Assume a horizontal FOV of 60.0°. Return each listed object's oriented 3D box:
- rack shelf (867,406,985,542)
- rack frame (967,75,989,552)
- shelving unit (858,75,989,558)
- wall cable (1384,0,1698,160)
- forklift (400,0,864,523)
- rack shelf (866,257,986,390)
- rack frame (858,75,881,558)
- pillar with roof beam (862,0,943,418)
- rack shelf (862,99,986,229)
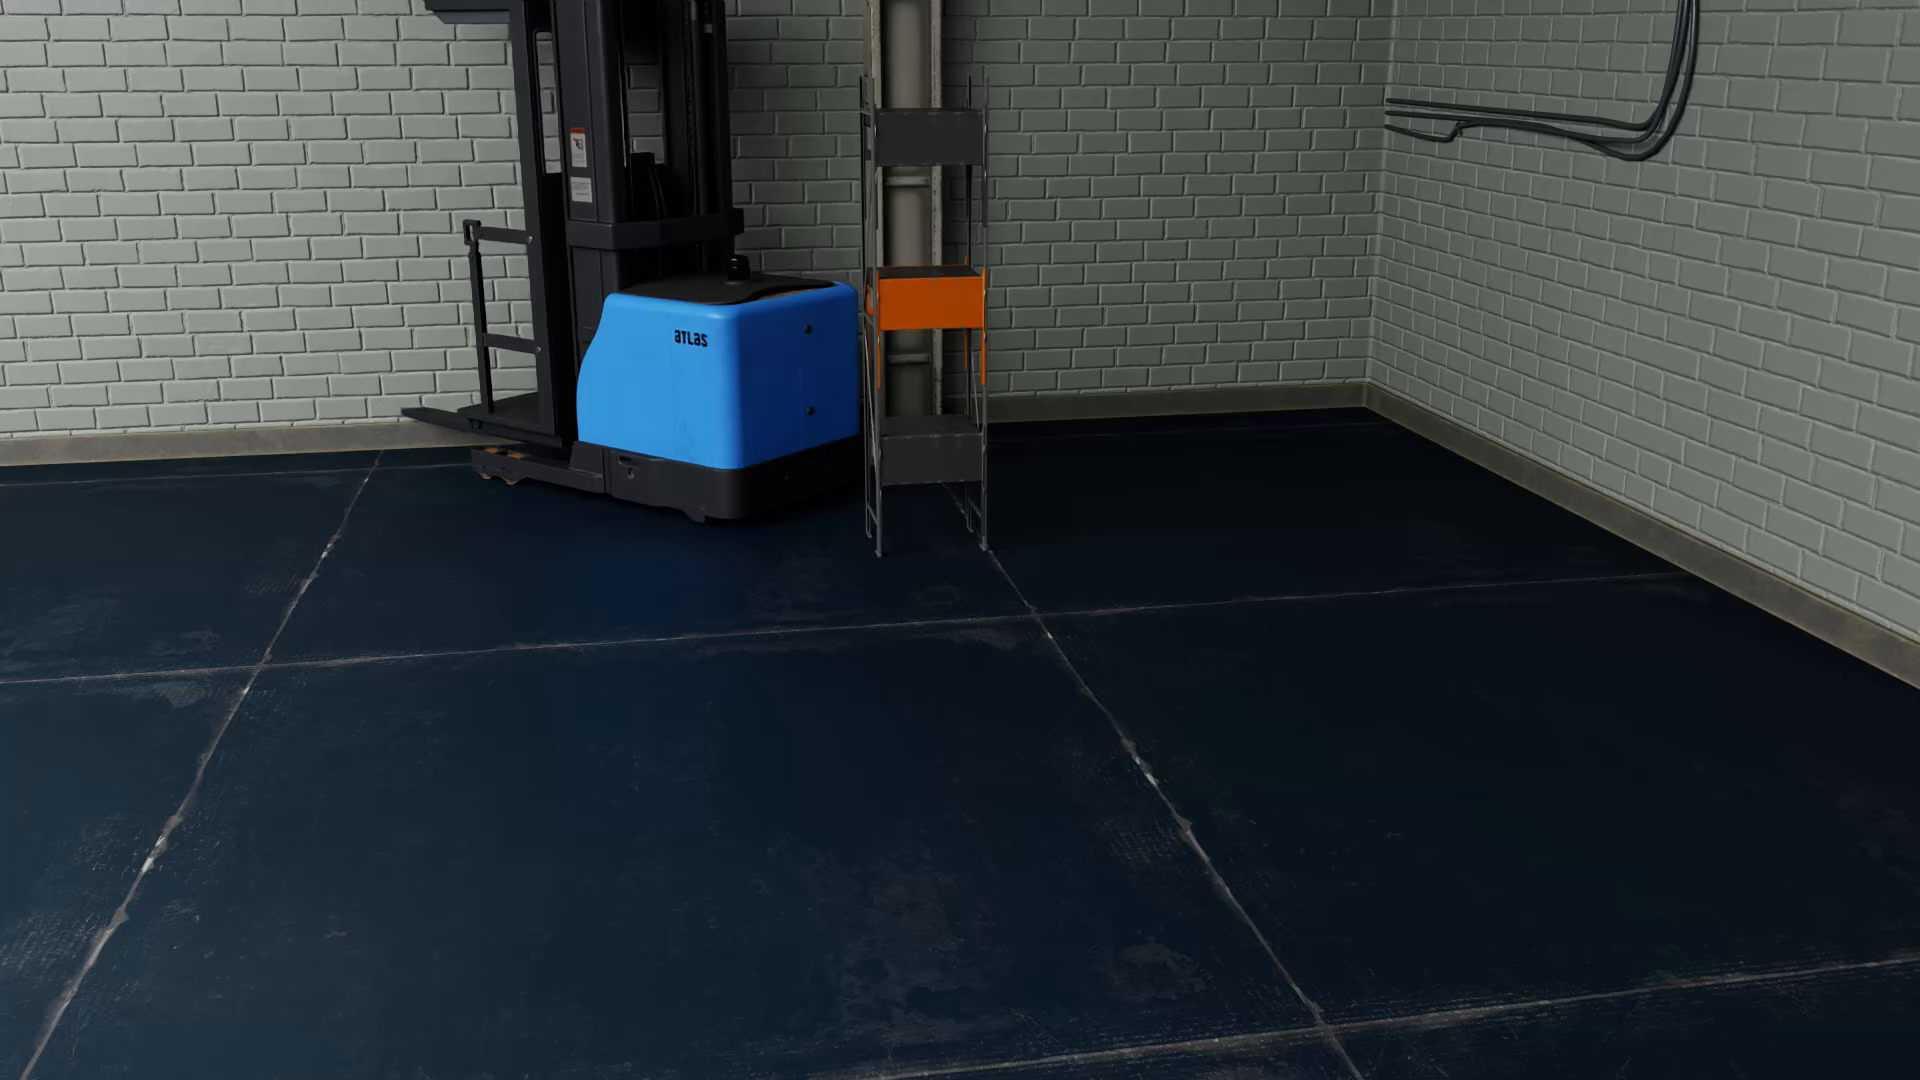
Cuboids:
[{"bbox_3d":[-0.162,-0.312,7.683,0.480,0.518,0.431,-3,17,-10],"label":"rack shelf"},{"bbox_3d":[0.077,-1.008,7.518,0.015,2.100,0.400,-3,17,-10],"label":"rack frame"},{"bbox_3d":[-0.163,-0.995,7.474,0.503,2.100,0.431,-3,17,-10],"label":"shelving unit"},{"bbox_3d":[2.821,-3.249,8.351,0.112,2.526,3.097,-3,17,-10],"label":"wall cable"},{"bbox_3d":[-1.987,-1.804,8.692,3.031,2.935,1.130,12,21,34],"label":"forklift"},{"bbox_3d":[-0.162,-0.981,7.478,0.480,0.518,0.431,-3,17,-10],"label":"rack shelf"},{"bbox_3d":[-0.402,-0.981,7.429,0.015,2.100,0.400,-3,17,-10],"label":"rack frame"},{"bbox_3d":[0.494,-3.709,4.562,0.400,9.000,9.100,-3,17,-10],"label":"pillar with roof beam"},{"bbox_3d":[-0.163,-1.651,7.272,0.480,0.518,0.431,-3,17,-10],"label":"rack shelf"}]
